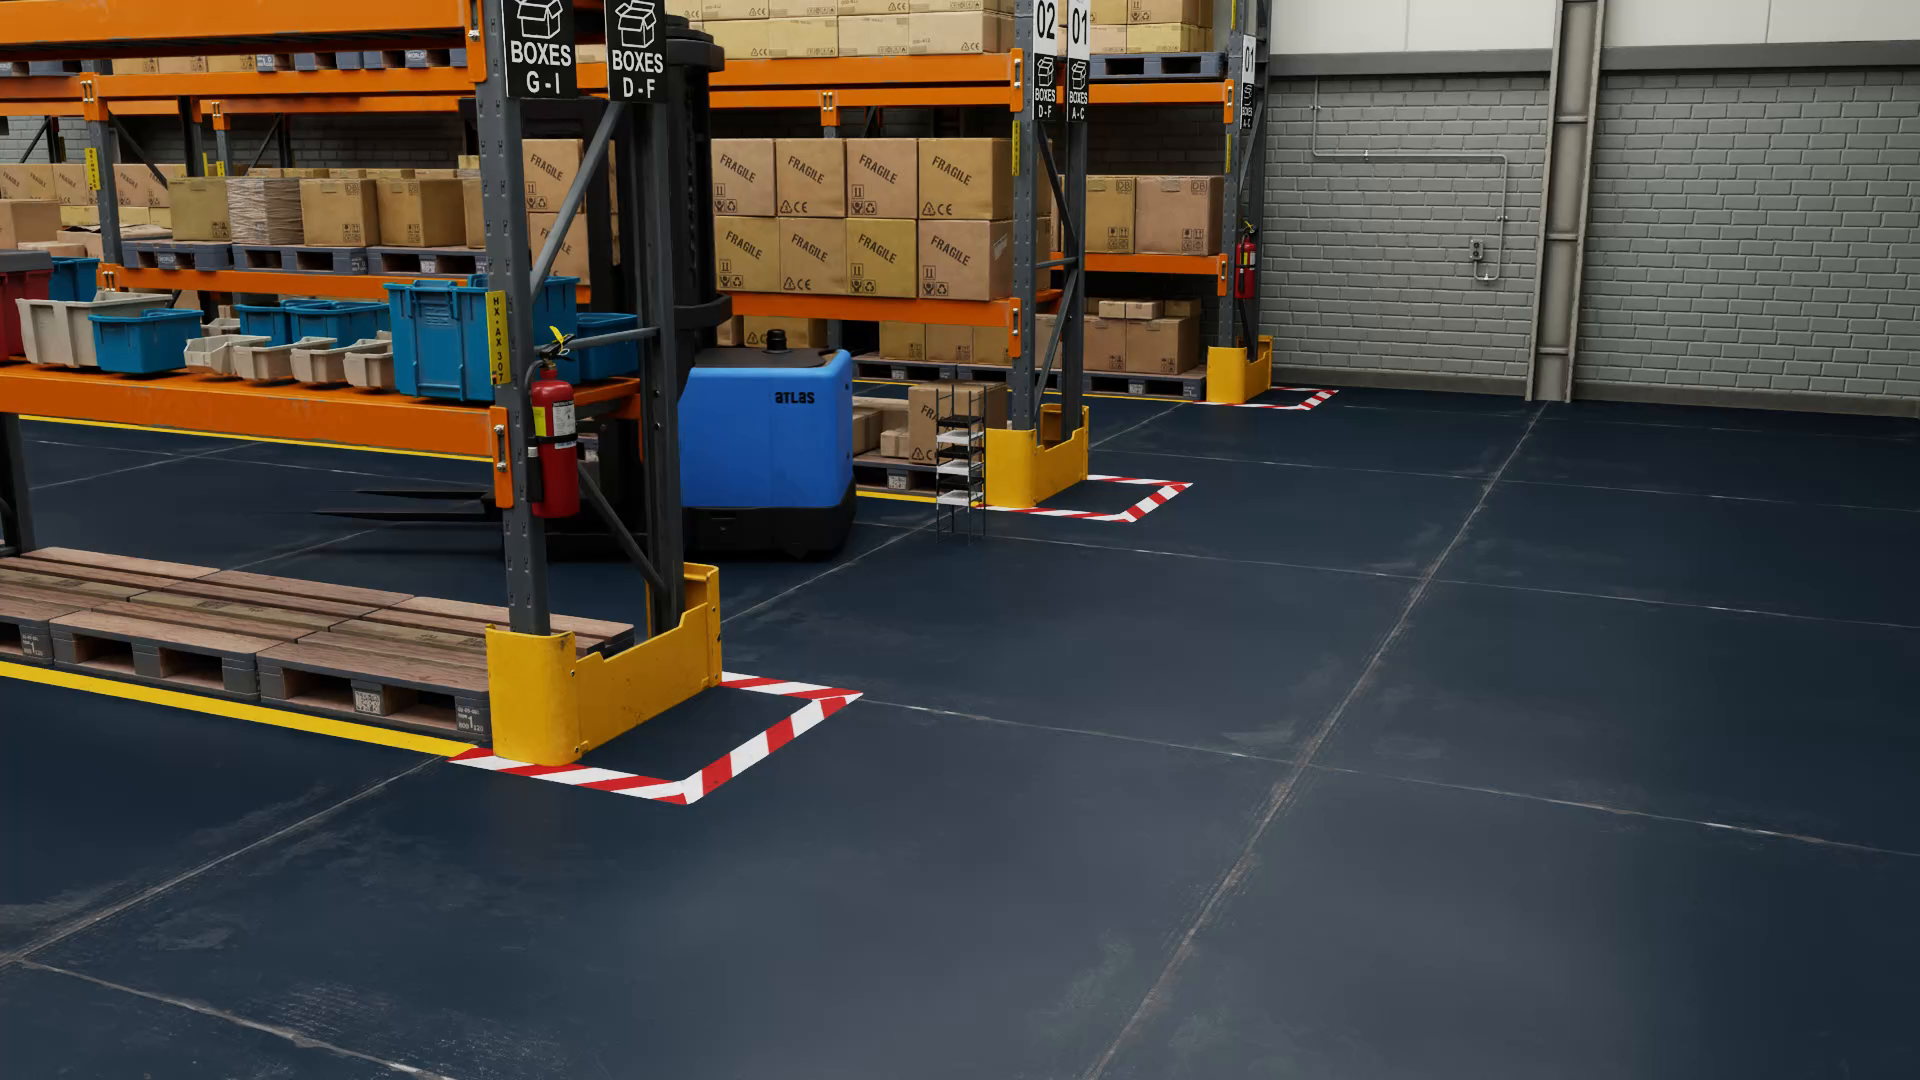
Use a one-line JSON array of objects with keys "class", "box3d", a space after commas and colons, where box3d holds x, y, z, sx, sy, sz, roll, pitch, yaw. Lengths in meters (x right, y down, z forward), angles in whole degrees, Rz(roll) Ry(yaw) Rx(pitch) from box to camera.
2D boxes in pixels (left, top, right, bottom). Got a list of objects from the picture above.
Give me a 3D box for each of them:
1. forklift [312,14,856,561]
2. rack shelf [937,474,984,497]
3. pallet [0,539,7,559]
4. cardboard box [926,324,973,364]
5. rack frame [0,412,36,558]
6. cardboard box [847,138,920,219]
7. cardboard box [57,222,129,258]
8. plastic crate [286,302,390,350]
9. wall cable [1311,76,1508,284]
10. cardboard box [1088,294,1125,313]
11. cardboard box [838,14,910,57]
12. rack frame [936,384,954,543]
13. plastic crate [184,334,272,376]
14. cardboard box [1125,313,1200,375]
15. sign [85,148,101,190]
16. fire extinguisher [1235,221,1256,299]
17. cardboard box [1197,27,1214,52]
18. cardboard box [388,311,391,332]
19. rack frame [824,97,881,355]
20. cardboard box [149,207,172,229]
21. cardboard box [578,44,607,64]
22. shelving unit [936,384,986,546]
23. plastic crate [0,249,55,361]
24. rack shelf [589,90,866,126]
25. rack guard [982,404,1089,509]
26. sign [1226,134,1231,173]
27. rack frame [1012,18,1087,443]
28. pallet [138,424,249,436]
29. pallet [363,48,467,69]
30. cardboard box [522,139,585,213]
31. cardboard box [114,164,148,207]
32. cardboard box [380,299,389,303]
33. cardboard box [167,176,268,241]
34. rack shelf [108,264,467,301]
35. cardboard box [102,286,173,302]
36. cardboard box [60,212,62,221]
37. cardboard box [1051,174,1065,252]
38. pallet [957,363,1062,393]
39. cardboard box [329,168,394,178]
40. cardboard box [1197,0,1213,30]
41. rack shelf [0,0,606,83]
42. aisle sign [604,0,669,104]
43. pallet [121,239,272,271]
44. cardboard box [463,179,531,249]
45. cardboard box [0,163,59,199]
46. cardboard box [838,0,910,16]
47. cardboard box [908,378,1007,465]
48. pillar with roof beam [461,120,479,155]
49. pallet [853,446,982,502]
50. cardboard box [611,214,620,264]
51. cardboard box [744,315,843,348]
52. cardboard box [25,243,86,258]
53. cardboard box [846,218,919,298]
[{"class": "forklift", "box3d": [-2.160, -1.431, 9.436, 3.031, 2.935, 1.130, 0, 13, 2]}, {"class": "rack shelf", "box3d": [0.007, -0.317, 9.677, 0.200, 0.077, 0.258, 6, 14, 23]}, {"class": "pallet", "box3d": [-5.770, 0.156, 8.629, 1.213, 0.211, 1.003, 6, 14, 23]}, {"class": "cardboard box", "box3d": [0.032, -2.041, 16.438, 0.500, 0.500, 0.700, 6, 14, 23]}, {"class": "rack frame", "box3d": [-5.081, -1.122, 7.969, 0.127, 3.000, 1.000, 6, 14, 23]}, {"class": "cardboard box", "box3d": [-0.395, -2.352, 10.803, 0.500, 0.500, 0.500, 6, 15, 25]}, {"class": "cardboard box", "box3d": [-7.468, -2.606, 14.489, 0.500, 0.311, 0.500, 6, 14, 23]}, {"class": "plastic crate", "box3d": [-2.720, -0.913, 7.314, 0.300, 0.233, 0.416, 6, 14, 23]}, {"class": "wall cable", "box3d": [4.143, -3.395, 15.431, 1.851, 1.984, 0.084, 6, 14, 23]}, {"class": "cardboard box", "box3d": [1.412, -2.268, 15.988, 0.250, 0.149, 0.380, 6, 14, 24]}, {"class": "cardboard box", "box3d": [-0.443, -3.214, 10.649, 0.500, 0.250, 0.500, 6, 14, 23]}, {"class": "rack frame", "box3d": [-0.086, -0.447, 9.689, 0.006, 0.900, 0.240, 6, 14, 23]}, {"class": "plastic crate", "box3d": [-3.044, -0.764, 6.891, 0.250, 0.136, 0.298, 6, 14, 23]}, {"class": "cardboard box", "box3d": [1.909, -1.852, 15.635, 0.500, 0.500, 0.700, 6, 14, 23]}, {"class": "sign", "box3d": [-6.950, -2.974, 13.326, 0.005, 0.325, 0.100, 6, 14, 23]}, {"class": "fire extinguisher", "box3d": [2.540, -2.491, 14.791, 0.183, 0.674, 0.296, 6, 14, 23]}, {"class": "cardboard box", "box3d": [2.021, -4.580, 15.332, 0.500, 0.250, 0.500, 7, 15, 26]}, {"class": "cardboard box", "box3d": [-4.329, -1.706, 13.328, 0.500, 0.250, 0.500, 6, 14, 23]}, {"class": "rack frame", "box3d": [-1.068, -3.191, 16.788, 0.127, 3.000, 1.000, 6, 14, 23]}, {"class": "cardboard box", "box3d": [-9.391, -3.896, 20.078, 0.500, 0.250, 0.500, 6, 14, 23]}, {"class": "cardboard box", "box3d": [-2.271, -3.399, 11.438, 0.500, 0.250, 0.500, 6, 14, 23]}, {"class": "shelving unit", "box3d": [0.007, -0.437, 9.649, 0.210, 0.900, 0.258, 6, 14, 23]}, {"class": "plastic crate", "box3d": [-4.366, -1.047, 7.380, 0.583, 0.464, 0.402, 6, 14, 23]}, {"class": "rack shelf", "box3d": [-2.897, -4.486, 17.316, 4.000, 0.370, 1.077, 6, 14, 23]}, {"class": "rack guard", "box3d": [0.517, -0.576, 11.115, 0.348, 0.500, 1.175, 6, 14, 23]}, {"class": "sign", "box3d": [2.357, -3.388, 14.573, 0.005, 0.325, 0.100, 6, 14, 23]}, {"class": "rack frame", "box3d": [0.586, -1.786, 10.799, 0.127, 3.000, 1.000, 6, 14, 23]}, {"class": "pallet", "box3d": [-6.061, -1.092, 13.945, 1.213, 0.211, 1.003, 6, 14, 23]}, {"class": "pallet", "box3d": [-3.639, -3.600, 12.375, 1.003, 0.211, 1.213, 6, 14, 23]}, {"class": "cardboard box", "box3d": [-2.754, -2.589, 11.815, 0.500, 0.500, 0.500, 6, 15, 25]}, {"class": "cardboard box", "box3d": [-9.855, -4.306, 20.182, 0.500, 0.500, 0.500, 5, 14, 22]}, {"class": "cardboard box", "box3d": [-6.294, -2.726, 19.315, 0.500, 0.500, 0.700, 6, 14, 23]}, {"class": "cardboard box", "box3d": [-6.107, -2.744, 13.747, 0.500, 0.500, 0.700, 1, 13, 4]}, {"class": "rack shelf", "box3d": [-4.900, -1.991, 13.248, 4.000, 0.370, 1.077, 6, 14, 23]}, {"class": "cardboard box", "box3d": [-10.272, -3.085, 20.843, 0.500, 0.500, 0.700, 5, 14, 20]}, {"class": "cardboard box", "box3d": [-11.242, -4.082, 20.867, 0.500, 0.250, 0.500, 5, 14, 21]}, {"class": "cardboard box", "box3d": [0.756, -3.149, 15.954, 0.700, 0.700, 0.980, 5, 14, 21]}, {"class": "pallet", "box3d": [0.715, -1.634, 16.257, 1.213, 0.211, 1.003, 6, 14, 23]}, {"class": "cardboard box", "box3d": [-6.808, -4.032, 19.191, 0.500, 0.500, 0.700, 8, 15, 31]}, {"class": "cardboard box", "box3d": [2.019, -4.944, 15.243, 0.500, 0.500, 0.500, 5, 14, 21]}, {"class": "rack shelf", "box3d": [-3.252, -2.047, 6.920, 4.000, 0.370, 1.077, 6, 14, 23]}, {"class": "aisle sign", "box3d": [-1.238, -2.073, 6.331, 0.004, 0.787, 0.394, 6, 14, 23]}, {"class": "pallet", "box3d": [-6.080, -2.385, 13.771, 1.003, 0.211, 1.213, 6, 14, 23]}, {"class": "cardboard box", "box3d": [-3.414, -2.500, 12.703, 0.500, 0.500, 0.700, 1, 13, 4]}, {"class": "cardboard box", "box3d": [-11.725, -4.496, 20.993, 0.500, 0.500, 0.500, 6, 14, 23]}, {"class": "cardboard box", "box3d": [-0.444, -3.457, 10.589, 0.500, 0.250, 0.500, 6, 14, 23]}, {"class": "cardboard box", "box3d": [-0.011, -0.782, 11.030, 0.500, 0.500, 0.500, 6, 14, 23]}, {"class": "pillar with roof beam", "box3d": [-7.307, -5.884, 15.130, 0.400, 9.000, 9.100, 6, 14, 23]}, {"class": "pallet", "box3d": [-0.213, -0.509, 11.462, 1.213, 0.211, 1.003, 6, 14, 23]}, {"class": "cardboard box", "box3d": [-2.246, -2.054, 11.723, 0.500, 0.500, 0.500, 6, 15, 24]}, {"class": "cardboard box", "box3d": [-1.715, -2.382, 17.126, 0.750, 0.750, 0.750, 6, 14, 24]}, {"class": "cardboard box", "box3d": [-7.663, -2.429, 14.091, 0.250, 0.149, 0.380, 6, 14, 23]}, {"class": "cardboard box", "box3d": [-0.409, -1.866, 10.924, 0.500, 0.500, 0.500, 6, 14, 24]}]
